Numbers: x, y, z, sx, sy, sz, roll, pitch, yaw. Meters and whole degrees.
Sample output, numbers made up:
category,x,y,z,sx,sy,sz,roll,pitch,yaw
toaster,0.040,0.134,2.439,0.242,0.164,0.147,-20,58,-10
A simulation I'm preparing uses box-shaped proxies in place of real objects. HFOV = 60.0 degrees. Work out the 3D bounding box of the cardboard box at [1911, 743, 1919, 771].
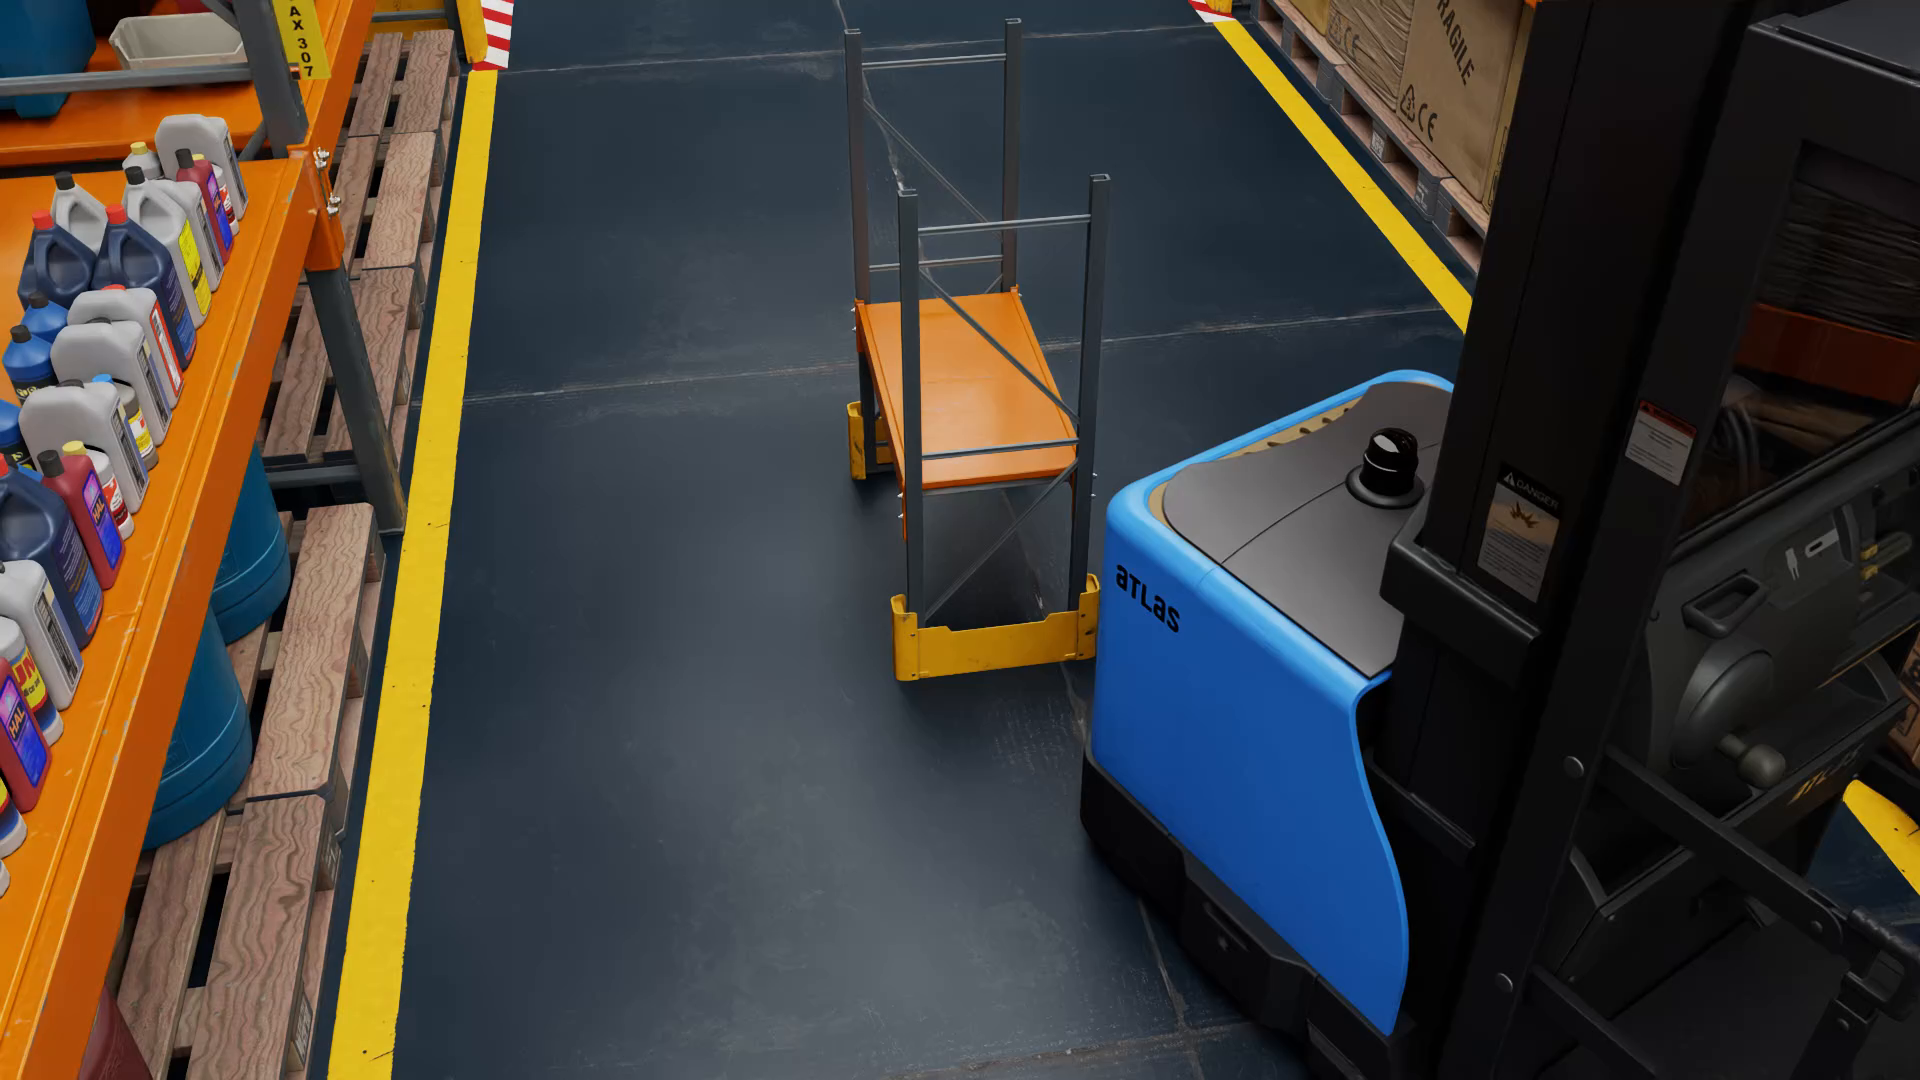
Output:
category,x,y,z,sx,sy,sz,roll,pitch,yaw
cardboard box,3.064,0.411,3.665,1.225,0.875,0.875,-6,38,-8

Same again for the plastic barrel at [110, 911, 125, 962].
category,x,y,z,sx,sy,sz,roll,pitch,yaw
plastic barrel,-2.051,0.739,3.540,0.421,0.512,0.421,0,38,0

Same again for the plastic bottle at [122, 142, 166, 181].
category,x,y,z,sx,sy,sz,roll,pitch,yaw
plastic bottle,-1.997,-0.880,4.100,0.097,0.201,0.097,0,38,0

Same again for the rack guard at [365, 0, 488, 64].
category,x,y,z,sx,sy,sz,roll,pitch,yaw
rack guard,-2.983,-2.629,8.226,1.175,0.500,0.348,-6,38,-8

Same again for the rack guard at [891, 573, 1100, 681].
category,x,y,z,sx,sy,sz,roll,pitch,yaw
rack guard,0.101,0.248,4.727,0.587,0.250,0.087,-6,38,-8

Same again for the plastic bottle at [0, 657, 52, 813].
category,x,y,z,sx,sy,sz,roll,pitch,yaw
plastic bottle,-1.478,0.276,2.544,0.061,0.283,0.133,-6,38,-8

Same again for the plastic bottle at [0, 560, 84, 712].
category,x,y,z,sx,sy,sz,roll,pitch,yaw
plastic bottle,-1.564,0.144,2.720,0.152,0.276,0.135,-6,38,-8

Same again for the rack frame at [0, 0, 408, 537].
category,x,y,z,sx,sy,sz,roll,pitch,yaw
rack frame,-2.264,-1.187,4.333,1.000,3.000,0.127,-6,38,-8

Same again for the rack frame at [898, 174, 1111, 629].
category,x,y,z,sx,sy,sz,roll,pitch,yaw
rack frame,0.104,-0.234,4.328,0.500,1.500,0.032,-6,38,-8

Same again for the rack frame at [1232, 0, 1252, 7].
category,x,y,z,sx,sy,sz,roll,pitch,yaw
rack frame,1.911,-4.136,8.128,1.000,3.000,0.127,-6,38,-8

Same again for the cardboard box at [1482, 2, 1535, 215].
category,x,y,z,sx,sy,sz,roll,pitch,yaw
cardboard box,2.575,-1.454,6.066,0.875,0.875,0.875,-6,38,-8

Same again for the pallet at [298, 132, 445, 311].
category,x,y,z,sx,sy,sz,roll,pitch,yaw
pallet,-2.649,-1.264,6.705,1.003,0.211,1.213,-6,38,-8

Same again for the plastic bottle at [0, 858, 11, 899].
category,x,y,z,sx,sy,sz,roll,pitch,yaw
plastic bottle,-1.459,0.412,2.380,0.097,0.271,0.097,0,38,0

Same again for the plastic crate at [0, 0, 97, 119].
category,x,y,z,sx,sy,sz,roll,pitch,yaw
plastic crate,-2.682,-1.449,4.635,0.392,0.384,0.575,-6,38,-8

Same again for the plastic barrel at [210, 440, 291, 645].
category,x,y,z,sx,sy,sz,roll,pitch,yaw
plastic barrel,-2.186,-0.194,4.422,0.600,0.901,0.708,-6,38,-8

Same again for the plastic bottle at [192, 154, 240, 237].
category,x,y,z,sx,sy,sz,roll,pitch,yaw
plastic bottle,-1.830,-0.838,4.046,0.097,0.201,0.097,0,38,0

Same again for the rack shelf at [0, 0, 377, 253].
category,x,y,z,sx,sy,sz,roll,pitch,yaw
rack shelf,-2.615,-2.111,6.108,1.077,0.370,4.000,-6,38,-8

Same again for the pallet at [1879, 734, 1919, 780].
category,x,y,z,sx,sy,sz,roll,pitch,yaw
pallet,3.039,0.578,4.334,1.003,0.211,1.213,-6,38,-8

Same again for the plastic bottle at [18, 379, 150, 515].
category,x,y,z,sx,sy,sz,roll,pitch,yaw
plastic bottle,-1.660,-0.188,3.148,0.152,0.276,0.135,-6,38,-8

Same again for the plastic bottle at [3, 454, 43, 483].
category,x,y,z,sx,sy,sz,roll,pitch,yaw
plastic bottle,-1.650,-0.032,2.951,0.097,0.271,0.097,0,38,0

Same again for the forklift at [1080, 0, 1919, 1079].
category,x,y,z,sx,sy,sz,roll,pitch,yaw
forklift,1.558,0.162,2.653,1.130,2.935,3.031,-23,43,-27

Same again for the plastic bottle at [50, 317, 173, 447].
category,x,y,z,sx,sy,sz,roll,pitch,yaw
plastic bottle,-1.701,-0.328,3.328,0.152,0.276,0.135,-6,38,-8

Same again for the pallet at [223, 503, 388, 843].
category,x,y,z,sx,sy,sz,roll,pitch,yaw
pallet,-2.170,0.385,4.582,1.003,0.211,1.213,-6,38,-8

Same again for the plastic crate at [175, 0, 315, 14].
category,x,y,z,sx,sy,sz,roll,pitch,yaw
plastic crate,-2.174,-1.802,5.023,0.402,0.464,0.583,-6,38,-8

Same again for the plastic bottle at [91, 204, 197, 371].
category,x,y,z,sx,sy,sz,roll,pitch,yaw
plastic bottle,-1.749,-0.536,3.535,0.144,0.351,0.185,-6,38,-8

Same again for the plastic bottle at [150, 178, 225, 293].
category,x,y,z,sx,sy,sz,roll,pitch,yaw
plastic bottle,-1.813,-0.714,3.825,0.152,0.276,0.135,-6,38,-8

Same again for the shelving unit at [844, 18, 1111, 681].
category,x,y,z,sx,sy,sz,roll,pitch,yaw
shelving unit,0.013,-0.546,4.731,0.587,1.500,1.083,-6,38,-8

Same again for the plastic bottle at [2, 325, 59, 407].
category,x,y,z,sx,sy,sz,roll,pitch,yaw
plastic bottle,-1.821,-0.301,3.298,0.097,0.271,0.097,0,38,0

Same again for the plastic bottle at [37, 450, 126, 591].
category,x,y,z,sx,sy,sz,roll,pitch,yaw
plastic bottle,-1.575,-0.056,2.972,0.061,0.283,0.133,-6,38,-8

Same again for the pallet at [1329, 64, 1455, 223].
category,x,y,z,sx,sy,sz,roll,pitch,yaw
pallet,2.338,-1.824,7.426,1.003,0.211,1.213,-6,38,-8

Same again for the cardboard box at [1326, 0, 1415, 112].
category,x,y,z,sx,sy,sz,roll,pitch,yaw
cardboard box,2.261,-2.535,7.457,0.875,0.875,0.875,-6,38,-8

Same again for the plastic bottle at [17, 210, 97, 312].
category,x,y,z,sx,sy,sz,roll,pitch,yaw
plastic bottle,-1.891,-0.520,3.515,0.144,0.351,0.185,-6,38,-8

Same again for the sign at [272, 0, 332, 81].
category,x,y,z,sx,sy,sz,roll,pitch,yaw
sign,-1.722,-1.354,4.322,0.100,0.325,0.005,-6,38,-8
